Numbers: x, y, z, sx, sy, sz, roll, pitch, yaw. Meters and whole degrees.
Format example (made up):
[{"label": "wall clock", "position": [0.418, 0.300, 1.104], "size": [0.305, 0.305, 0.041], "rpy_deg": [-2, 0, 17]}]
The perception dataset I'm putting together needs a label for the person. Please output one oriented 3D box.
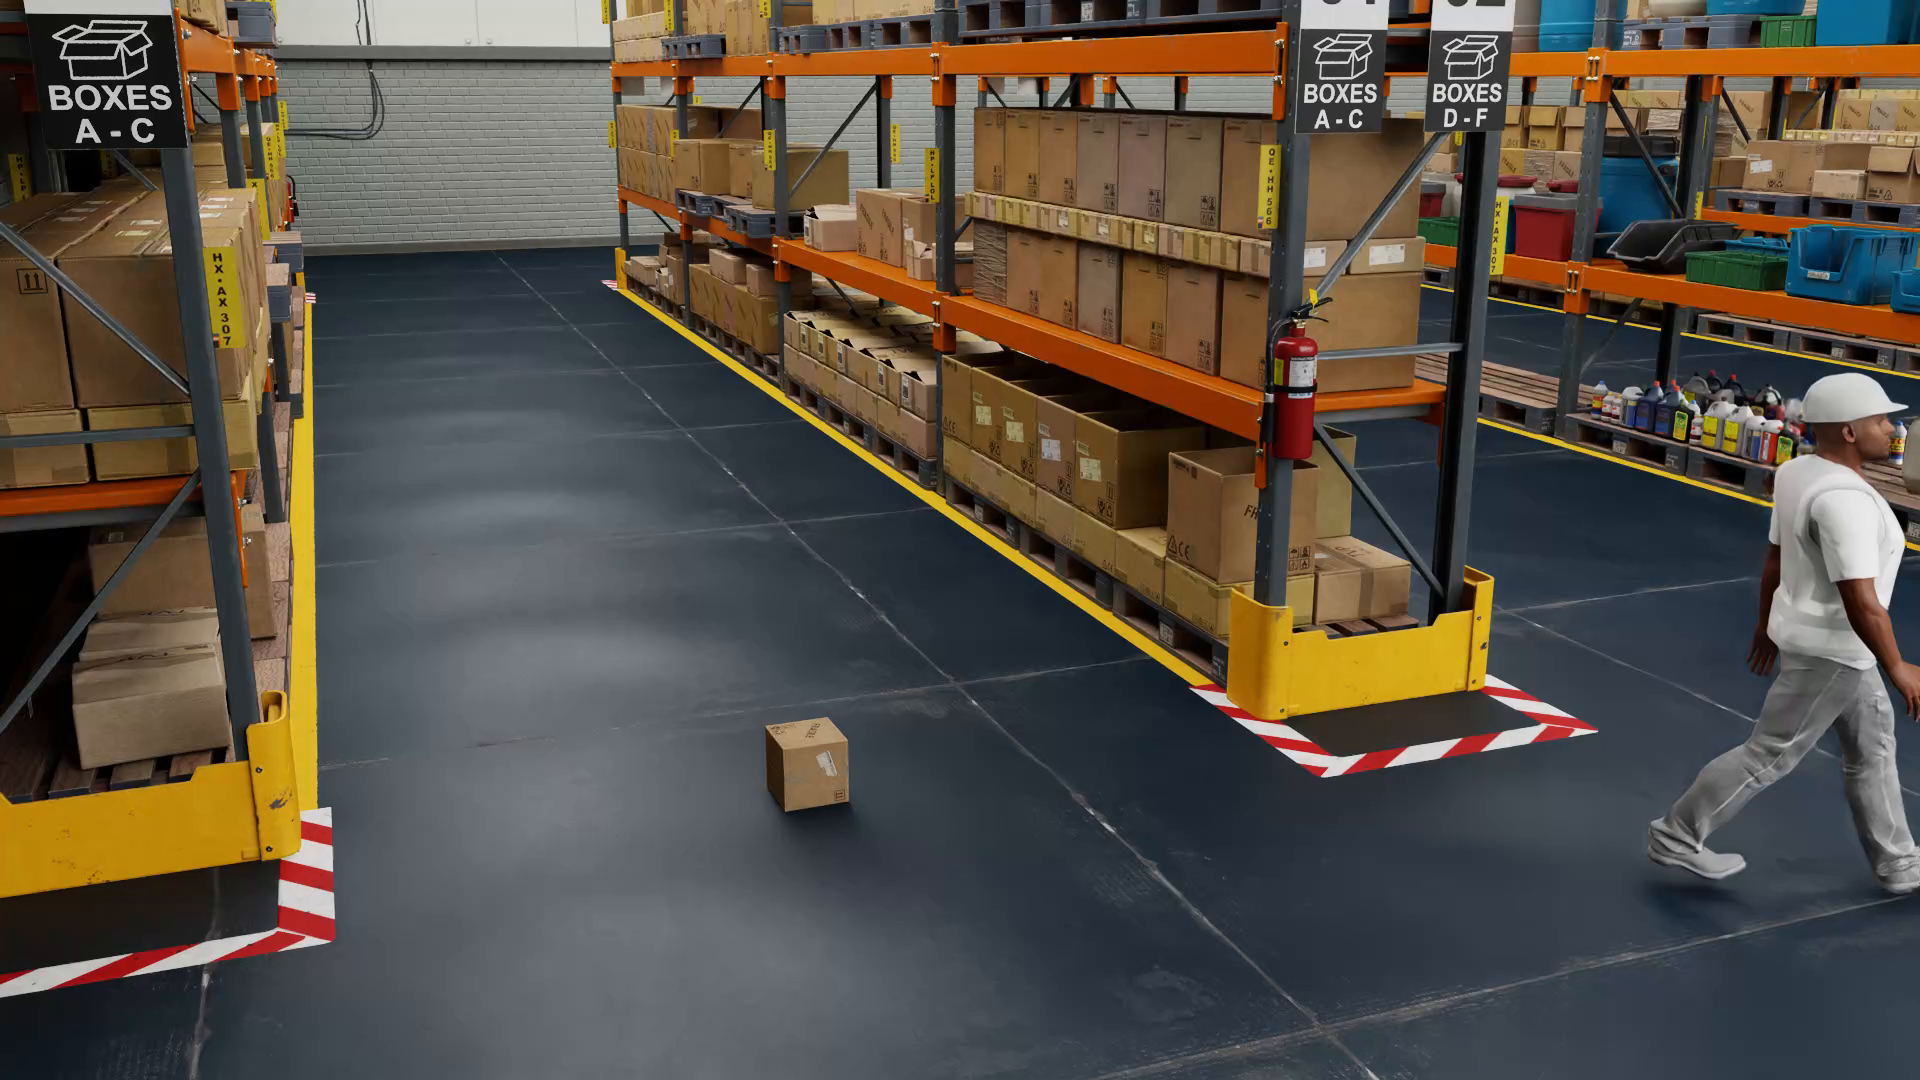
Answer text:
[{"label": "person", "position": [2.819, 0.331, 5.293], "size": [1.032, 1.722, 0.601], "rpy_deg": [5, 16, 16]}]
